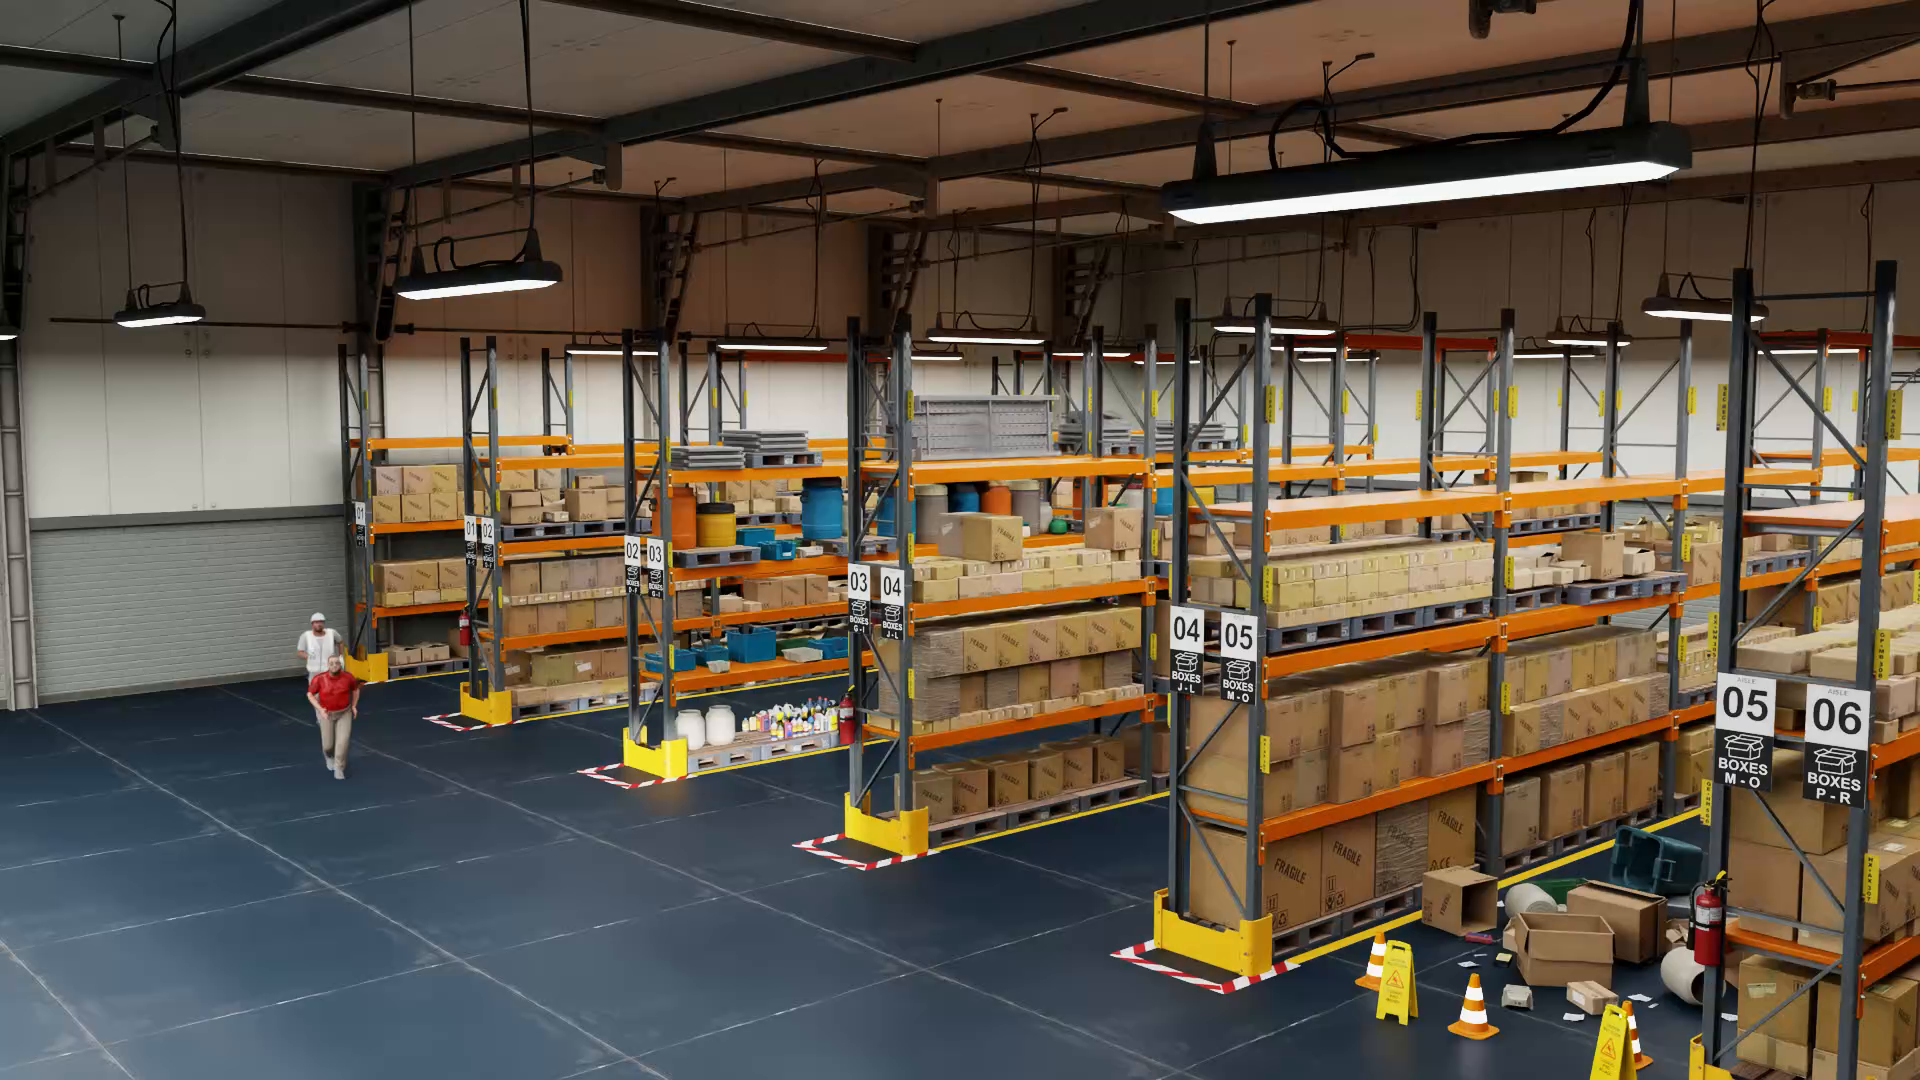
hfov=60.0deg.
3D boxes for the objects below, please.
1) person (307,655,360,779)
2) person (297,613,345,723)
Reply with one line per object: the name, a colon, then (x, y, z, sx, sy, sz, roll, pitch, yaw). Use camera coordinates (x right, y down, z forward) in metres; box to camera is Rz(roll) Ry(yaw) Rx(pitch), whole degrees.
person: (-8.388, 2.349, 22.296, 0.662, 1.672, 0.698, -2, 6, -23)
person: (-9.720, 2.014, 25.302, 0.641, 1.836, 0.857, -1, 5, -14)
